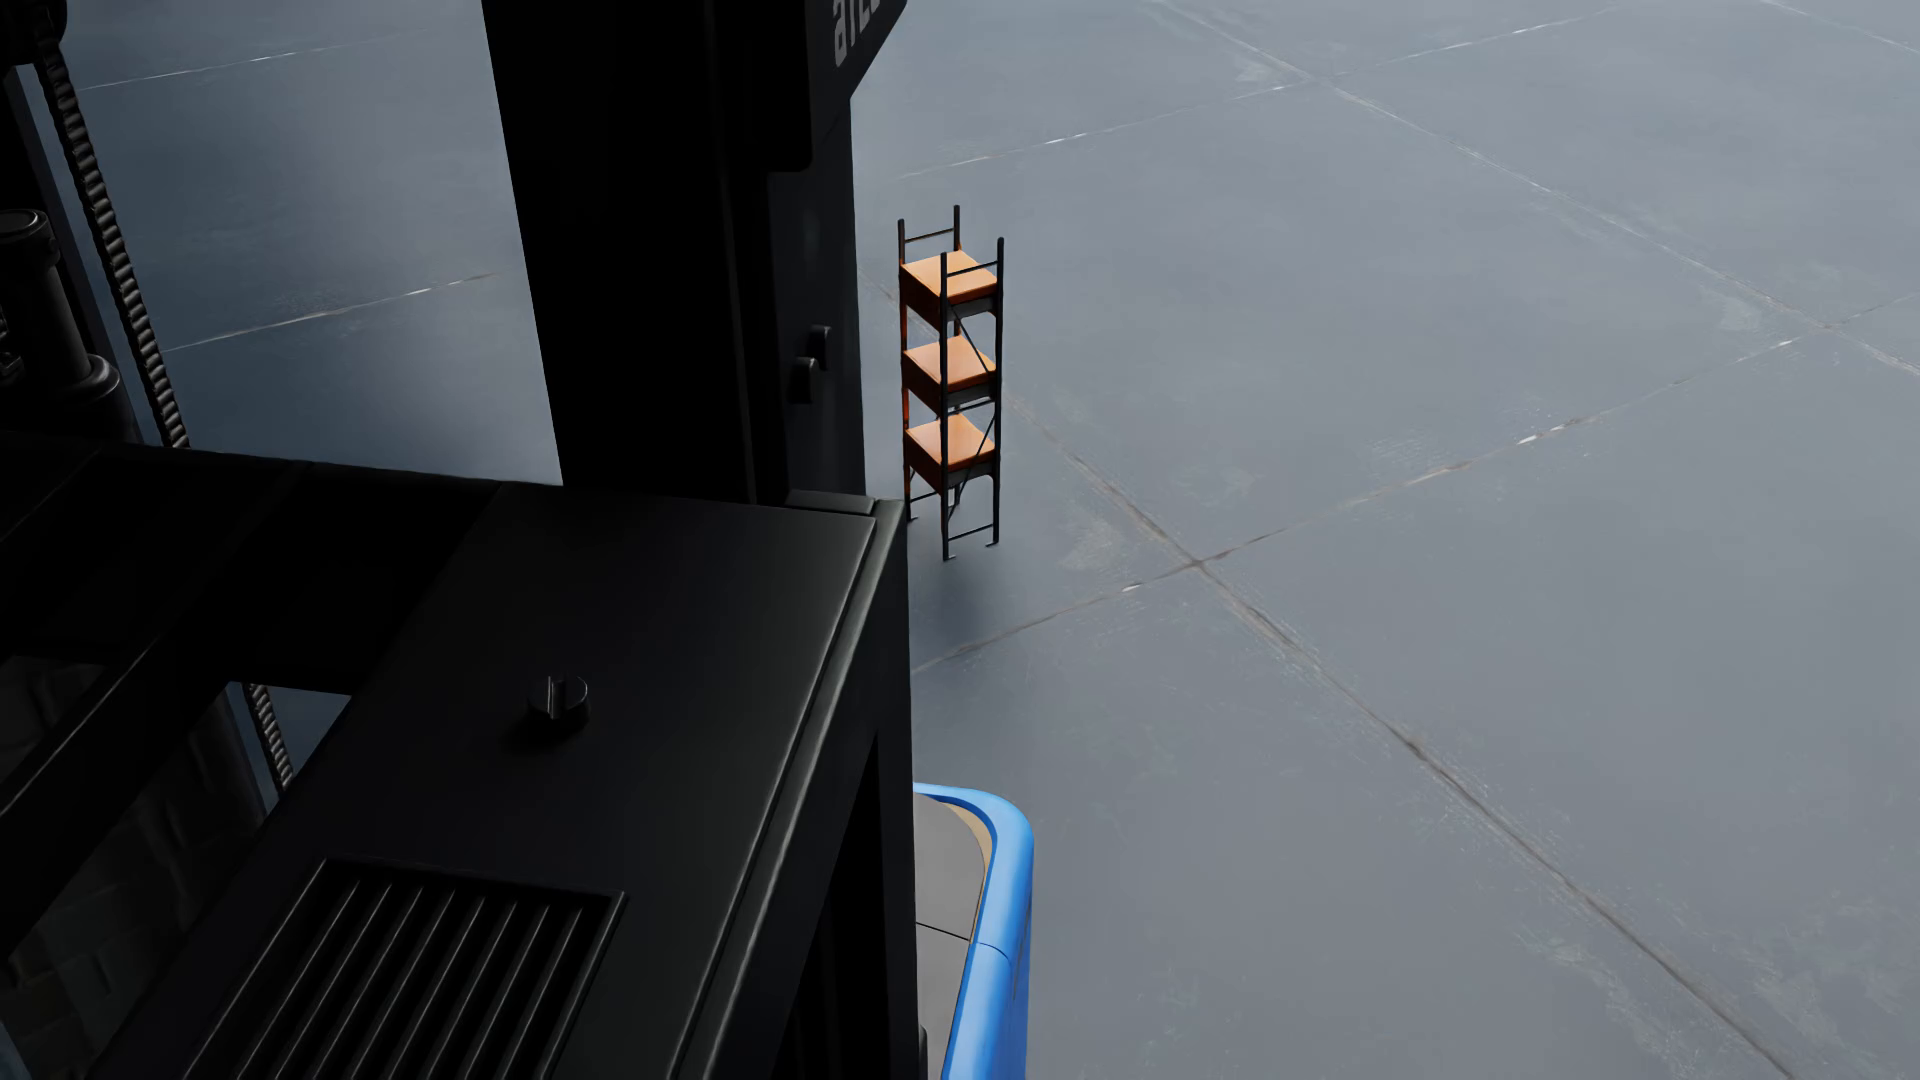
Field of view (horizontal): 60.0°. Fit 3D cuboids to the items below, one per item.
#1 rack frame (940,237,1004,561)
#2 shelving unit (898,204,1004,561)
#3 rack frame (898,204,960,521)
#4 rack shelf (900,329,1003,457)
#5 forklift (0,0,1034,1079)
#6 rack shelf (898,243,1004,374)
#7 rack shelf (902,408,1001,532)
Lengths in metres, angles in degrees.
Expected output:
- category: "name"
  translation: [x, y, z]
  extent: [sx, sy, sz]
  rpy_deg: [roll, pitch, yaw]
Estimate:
- category: "rack frame"
  translation: [0.034, -0.389, 4.893]
  extent: [0.200, 1.050, 0.008]
  rpy_deg: [-19, 40, -24]
- category: "shelving unit"
  translation: [-0.027, -0.451, 4.978]
  extent: [0.215, 1.050, 0.252]
  rpy_deg: [-19, 40, -24]
- category: "rack frame"
  translation: [-0.088, -0.513, 5.063]
  extent: [0.200, 1.050, 0.008]
  rpy_deg: [-19, 40, -24]
- category: "rack shelf"
  translation: [-0.027, -0.443, 4.984]
  extent: [0.215, 0.259, 0.240]
  rpy_deg: [-19, 40, -24]
- category: "forklift"
  translation: [-0.619, 0.926, 1.497]
  extent: [1.130, 2.935, 3.031]
  rpy_deg: [6, 37, 8]
- category: "rack shelf"
  translation: [-0.027, -0.672, 4.817]
  extent: [0.215, 0.259, 0.240]
  rpy_deg: [-19, 40, -24]
- category: "rack shelf"
  translation: [-0.027, -0.218, 5.148]
  extent: [0.215, 0.259, 0.240]
  rpy_deg: [-19, 40, -24]
